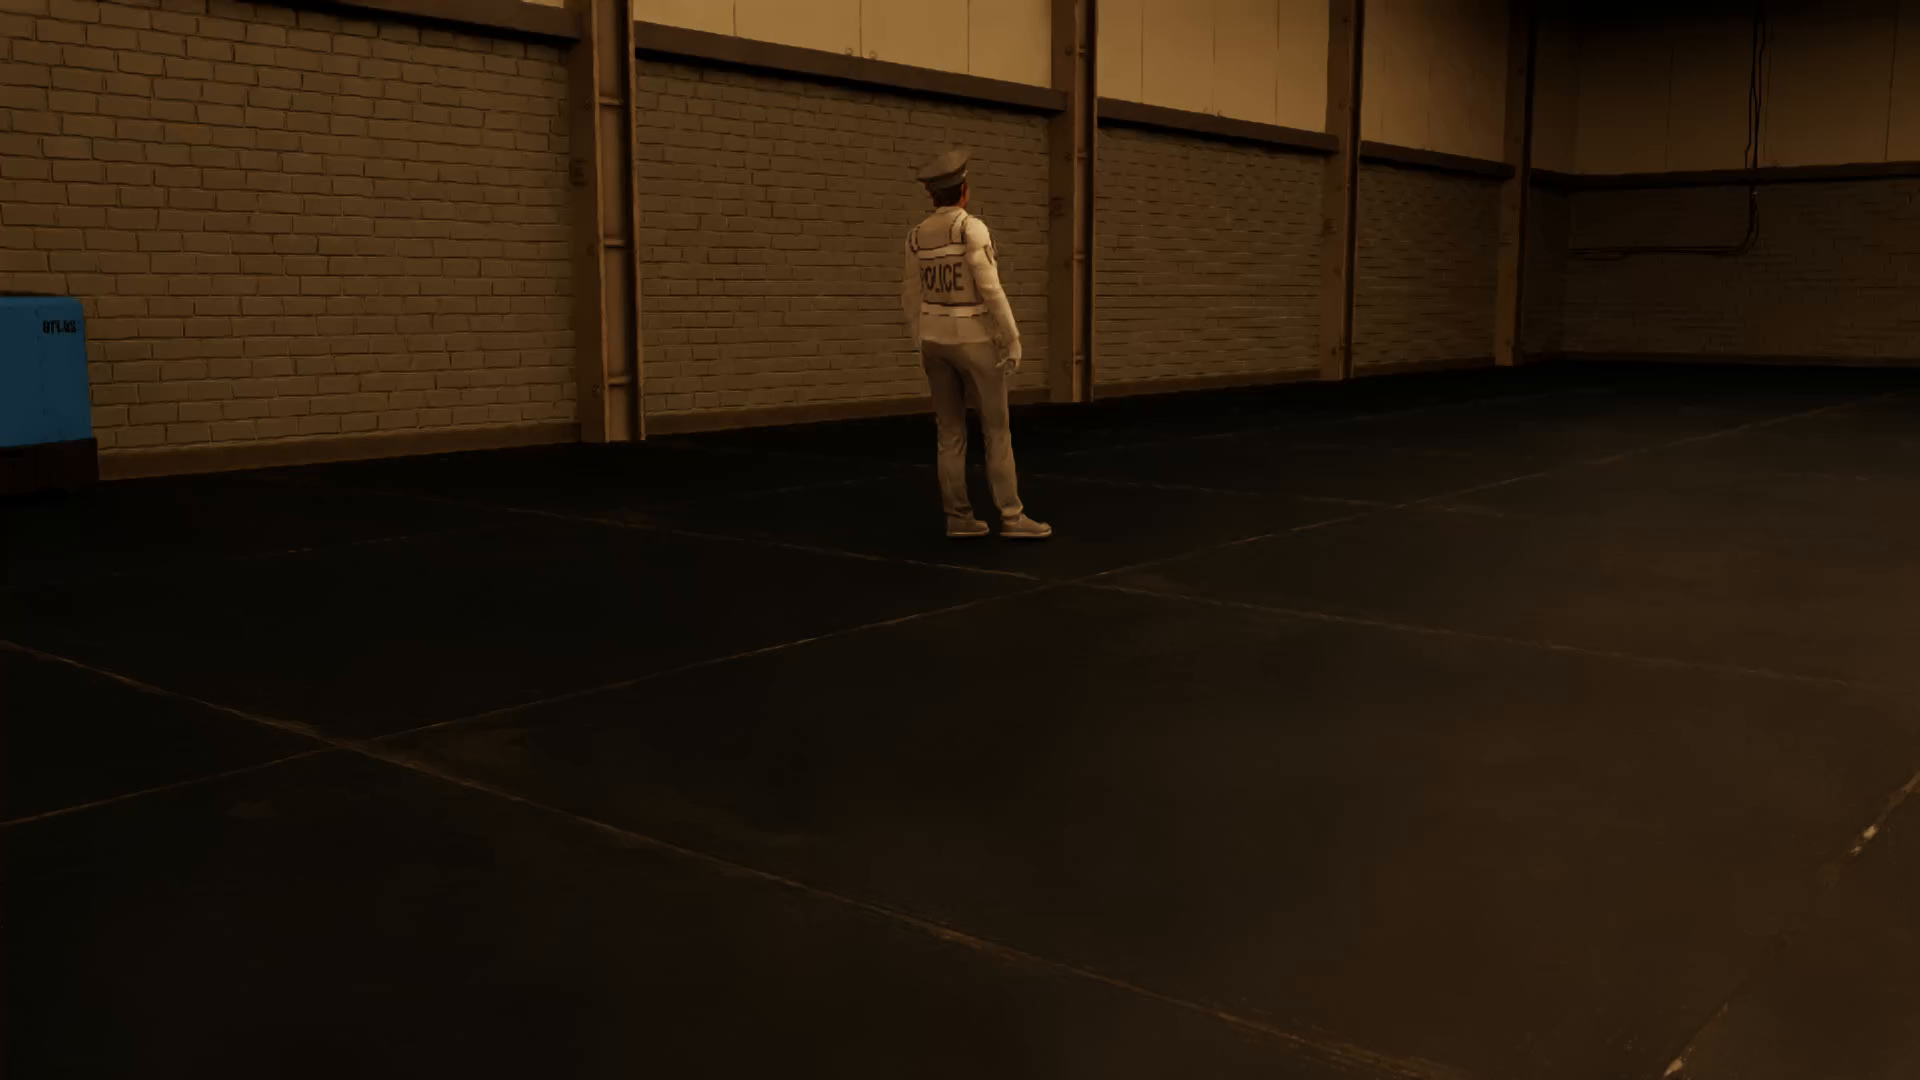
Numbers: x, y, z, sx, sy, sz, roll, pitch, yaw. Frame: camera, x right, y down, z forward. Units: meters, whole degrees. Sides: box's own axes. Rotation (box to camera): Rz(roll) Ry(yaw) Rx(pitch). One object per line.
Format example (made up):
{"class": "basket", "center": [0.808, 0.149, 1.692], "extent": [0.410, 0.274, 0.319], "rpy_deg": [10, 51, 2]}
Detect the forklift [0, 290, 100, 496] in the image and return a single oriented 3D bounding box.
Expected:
{"class": "forklift", "center": [-5.657, -1.520, 7.669], "extent": [1.130, 2.935, 3.031], "rpy_deg": [3, 9, 19]}

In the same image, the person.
{"class": "person", "center": [0.048, -0.853, 7.329], "extent": [0.586, 1.695, 0.533], "rpy_deg": [7, 11, 38]}
